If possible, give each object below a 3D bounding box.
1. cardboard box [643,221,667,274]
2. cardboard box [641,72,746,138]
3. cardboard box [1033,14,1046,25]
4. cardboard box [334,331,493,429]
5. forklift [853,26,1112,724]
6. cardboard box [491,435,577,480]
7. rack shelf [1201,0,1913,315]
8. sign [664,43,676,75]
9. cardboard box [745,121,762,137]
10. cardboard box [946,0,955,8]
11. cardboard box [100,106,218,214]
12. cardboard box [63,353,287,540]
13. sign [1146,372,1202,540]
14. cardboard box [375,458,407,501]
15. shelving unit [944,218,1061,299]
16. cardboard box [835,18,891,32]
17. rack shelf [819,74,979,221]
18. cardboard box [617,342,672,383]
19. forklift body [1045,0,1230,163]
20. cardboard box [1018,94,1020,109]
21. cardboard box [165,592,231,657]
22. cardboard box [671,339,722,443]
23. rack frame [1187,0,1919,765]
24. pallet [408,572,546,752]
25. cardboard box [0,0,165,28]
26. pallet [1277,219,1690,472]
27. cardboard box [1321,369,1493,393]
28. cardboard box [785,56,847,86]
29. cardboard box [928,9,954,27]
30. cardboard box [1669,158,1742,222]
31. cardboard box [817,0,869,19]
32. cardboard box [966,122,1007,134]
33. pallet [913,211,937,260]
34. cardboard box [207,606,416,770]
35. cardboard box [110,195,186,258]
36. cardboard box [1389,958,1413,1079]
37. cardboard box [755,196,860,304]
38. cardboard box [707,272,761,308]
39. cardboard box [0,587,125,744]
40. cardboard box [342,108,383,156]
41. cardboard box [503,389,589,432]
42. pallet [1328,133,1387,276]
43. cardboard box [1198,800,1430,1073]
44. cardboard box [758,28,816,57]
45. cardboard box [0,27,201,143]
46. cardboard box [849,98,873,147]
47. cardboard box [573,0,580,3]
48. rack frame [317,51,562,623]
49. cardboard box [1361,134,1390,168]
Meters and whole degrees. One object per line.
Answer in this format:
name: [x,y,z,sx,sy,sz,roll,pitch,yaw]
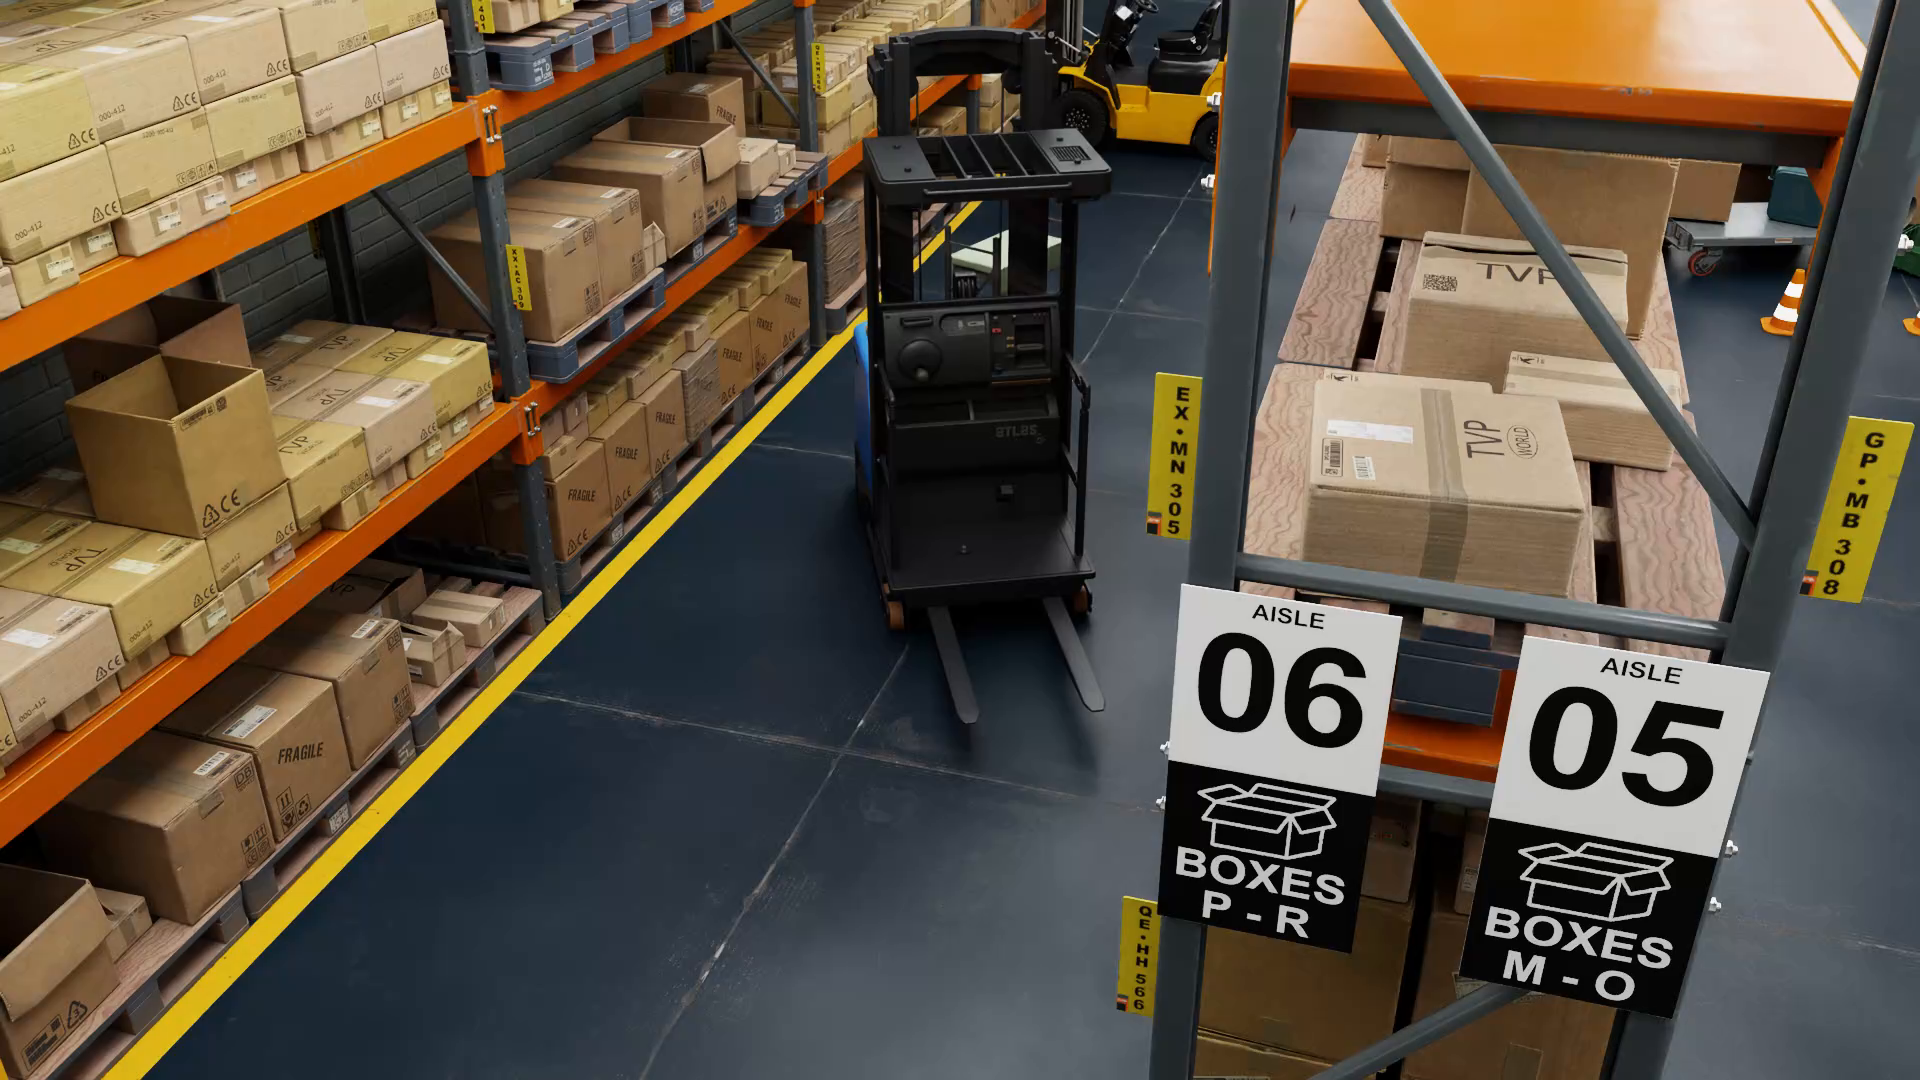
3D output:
cardboard box: [-1.887,-1.681,9.393,0.396,0.266,0.258,10,31,17]
cardboard box: [-1.788,-2.835,11.226,0.500,0.500,0.500,10,31,17]
cardboard box: [0.879,-5.465,17.855,0.500,0.250,0.500,9,30,16]
cardboard box: [-2.578,-0.759,7.876,0.500,0.250,0.500,9,30,16]
forklift: [0.102,-0.982,8.501,1.130,2.935,3.031,-5,29,-8]
cardboard box: [-2.302,-0.469,8.980,0.380,0.149,0.250,10,31,17]
rack shelf: [1.497,-1.462,4.273,1.077,0.370,4.000,8,30,15]
sign: [-2.019,-3.408,11.600,0.100,0.325,0.005,8,30,15]
cardboard box: [-1.600,-3.004,12.219,0.500,0.250,0.500,8,30,14]
cardboard box: [-0.260,-4.698,14.339,0.380,0.149,0.250,8,30,14]
cardboard box: [-3.023,-1.368,5.887,0.500,0.250,0.500,8,30,14]
cardboard box: [-3.005,-0.368,6.404,0.500,0.500,0.500,9,30,16]
sign: [0.395,-0.147,3.014,0.100,0.325,0.005,8,30,15]
cardboard box: [-2.726,-0.305,7.472,0.380,0.149,0.250,9,30,16]
shelving unit: [0.295,-1.342,10.618,0.431,1.500,0.755,21,35,32]
cardboard box: [-0.760,-3.994,13.074,0.380,0.149,0.250,8,30,15]
rack shelf: [-0.901,-3.440,13.587,1.077,0.370,4.000,8,30,15]
cardboard box: [-1.979,-1.085,10.086,0.380,0.149,0.250,10,30,17]
forklift body: [2.048,-5.030,16.579,2.313,2.155,1.214,8,30,15]
cardboard box: [0.428,-4.531,16.691,0.500,0.250,0.500,8,30,14]
cardboard box: [-3.052,0.298,6.387,0.380,0.149,0.250,8,30,13]
cardboard box: [-1.849,-0.970,10.547,0.500,0.500,0.500,7,30,13]
rack frame: [0.910,-1.022,2.330,1.000,3.000,0.127,8,30,15]
pallet: [-2.865,0.572,8.505,1.003,0.211,1.213,8,30,15]
cardboard box: [-3.365,-1.891,6.312,0.500,0.250,0.500,8,30,14]
pallet: [1.474,-0.587,4.726,1.003,0.211,1.213,8,30,15]
cardboard box: [1.003,-0.257,3.764,0.380,0.149,0.250,6,30,11]
cardboard box: [-1.036,-3.382,11.974,0.380,0.149,0.250,9,30,16]
cardboard box: [-0.358,-4.332,14.091,0.500,0.250,0.500,8,30,14]
cardboard box: [6.143,-2.975,13.805,0.500,0.500,0.500,8,30,15]
cardboard box: [-0.978,-4.411,13.824,0.380,0.149,0.250,8,30,15]
cardboard box: [0.145,-3.843,15.969,0.500,0.250,0.500,9,30,15]
pallet: [-0.849,-2.548,14.113,1.003,0.211,1.213,8,30,15]
cardboard box: [-2.973,0.657,7.622,0.700,0.500,0.500,7,30,13]
cardboard box: [-2.977,-1.121,5.853,0.380,0.149,0.250,9,30,15]
cardboard box: [1.325,1.374,4.092,0.500,0.500,0.500,8,30,14]
cardboard box: [-1.292,-2.258,12.735,0.875,0.625,0.625,9,30,16]
cardboard box: [-1.561,-1.686,11.168,0.380,0.149,0.250,7,30,13]
cardboard box: [-3.298,0.422,5.754,0.500,0.250,0.500,9,30,15]
cardboard box: [-2.647,-1.721,6.930,0.380,0.149,0.250,10,30,17]
cardboard box: [-2.272,-0.727,9.137,0.380,0.149,0.250,7,30,12]
pallet: [1.834,-1.152,5.742,1.003,0.211,1.213,8,30,15]
cardboard box: [0.824,0.861,3.985,0.500,0.500,0.500,9,30,17]
cardboard box: [-1.325,-3.815,12.753,0.380,0.149,0.250,8,30,15]
cardboard box: [-3.024,-1.578,5.750,0.500,0.250,0.500,9,30,16]
cardboard box: [-0.972,-3.163,12.505,0.500,0.250,0.500,8,30,14]
cardboard box: [-2.104,-2.723,8.197,0.380,0.149,0.250,9,30,15]
rack frame: [-2.662,-0.966,8.400,1.000,3.000,0.127,8,30,15]
cardboard box: [1.711,-1.597,5.813,0.500,0.500,0.500,9,30,16]
